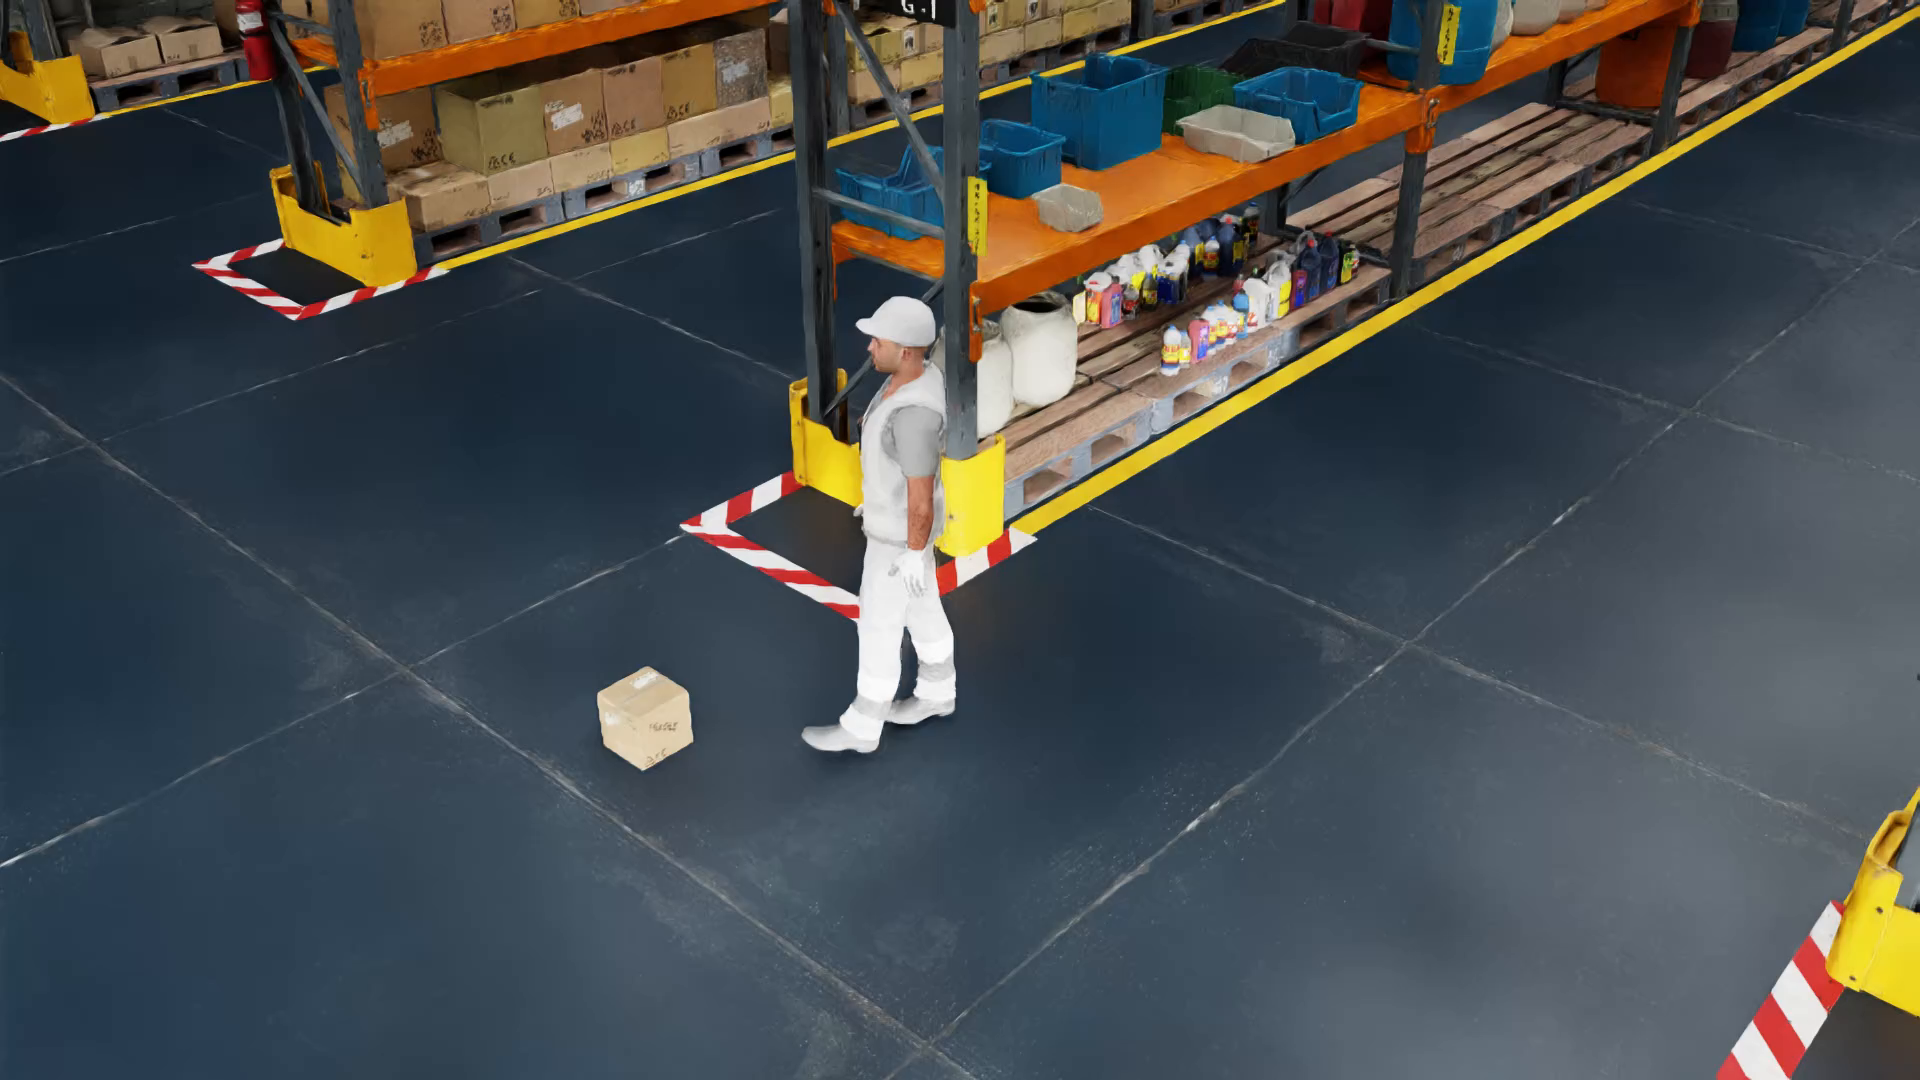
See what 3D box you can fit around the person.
[{"bbox_3d":[-0.315,-0.051,6.167,0.608,1.785,0.564,-1,31,-1],"label":"person"}]
